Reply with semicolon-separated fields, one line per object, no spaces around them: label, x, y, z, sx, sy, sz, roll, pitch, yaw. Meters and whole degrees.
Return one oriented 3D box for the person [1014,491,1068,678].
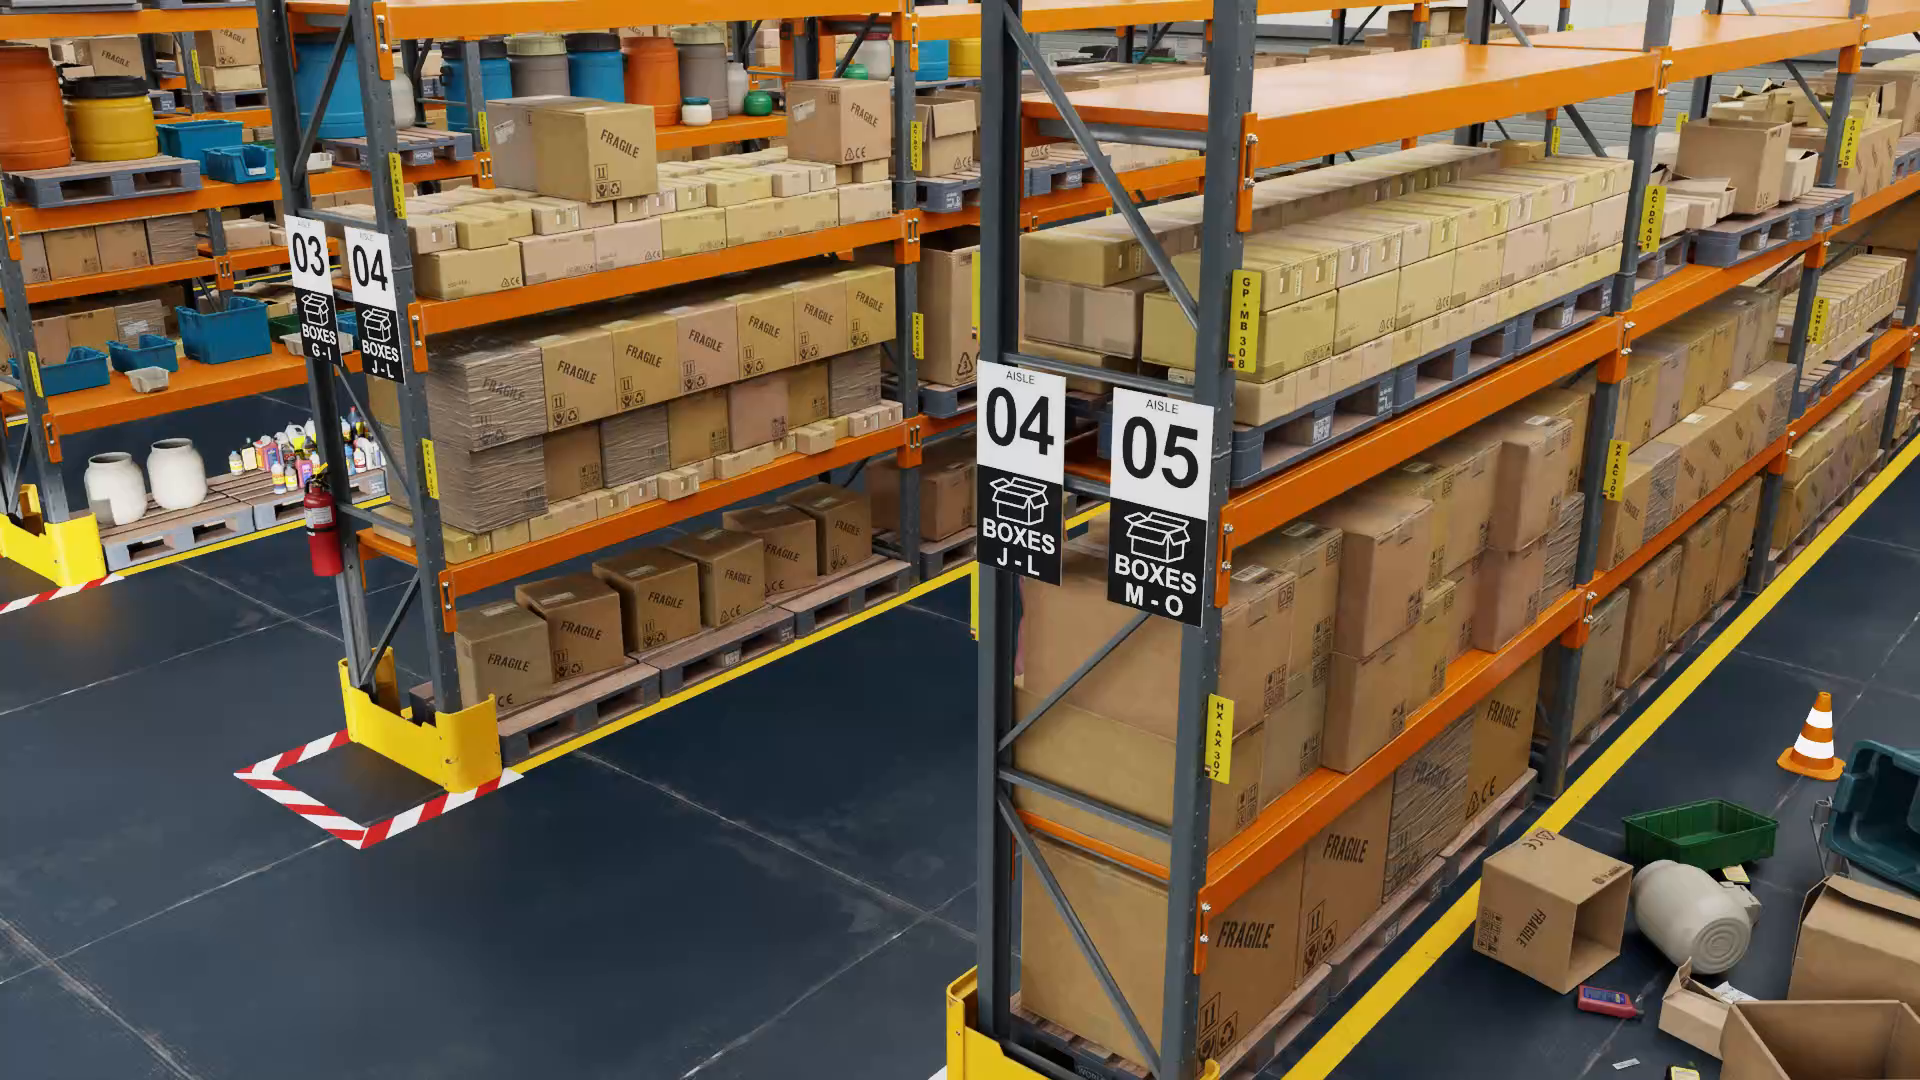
person;0.552;0.129;10.727;0.358;1.673;0.499;16;26;37
